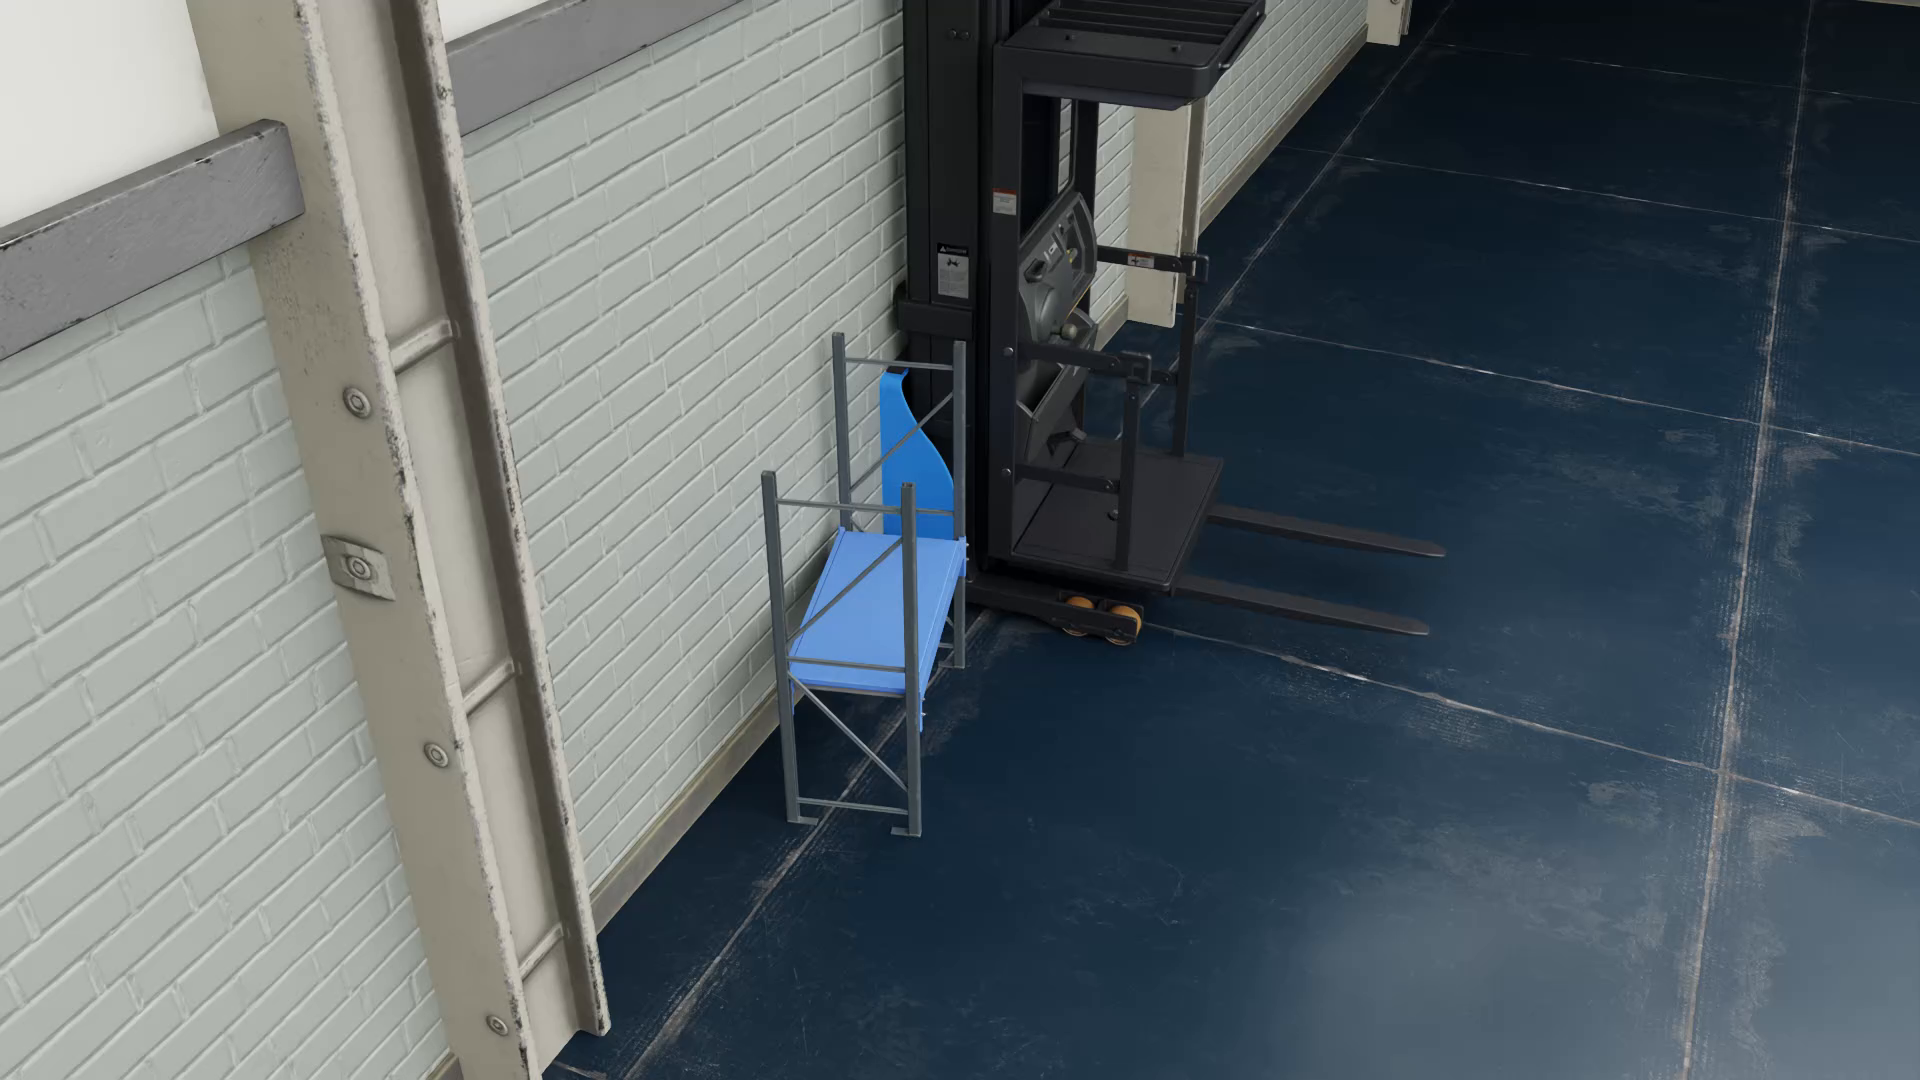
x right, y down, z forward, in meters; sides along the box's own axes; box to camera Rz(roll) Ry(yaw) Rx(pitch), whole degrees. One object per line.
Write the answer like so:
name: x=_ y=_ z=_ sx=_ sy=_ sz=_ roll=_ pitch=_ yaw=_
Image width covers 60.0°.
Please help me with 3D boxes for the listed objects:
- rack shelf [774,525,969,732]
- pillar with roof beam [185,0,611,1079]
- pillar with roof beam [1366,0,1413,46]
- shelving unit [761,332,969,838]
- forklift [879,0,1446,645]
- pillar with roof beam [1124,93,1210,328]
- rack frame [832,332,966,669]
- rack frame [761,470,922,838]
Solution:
rack shelf: x=-0.309 y=0.307 z=6.241 sx=0.538 sy=0.185 sz=1.000 roll=5 pitch=34 yaw=8
pillar with roof beam: x=2.567 y=-1.149 z=1.295 sx=9.100 sy=9.000 sz=0.400 roll=14 pitch=36 yaw=20
pillar with roof beam: x=7.587 y=-7.125 z=10.410 sx=9.100 sy=9.000 sz=0.400 roll=14 pitch=36 yaw=20
shelving unit: x=-0.309 y=0.157 z=6.143 sx=0.538 sy=1.500 sz=1.048 roll=5 pitch=34 yaw=8
forklift: x=0.591 y=-1.109 z=6.768 sx=3.031 sy=2.935 sz=1.130 roll=11 pitch=35 yaw=16
pillar with roof beam: x=5.077 y=-4.137 z=5.853 sx=9.100 sy=9.000 sz=0.400 roll=14 pitch=36 yaw=20
rack frame: x=-0.228 y=-0.118 z=6.563 sx=0.500 sy=1.500 sz=0.032 roll=5 pitch=34 yaw=8
rack frame: x=-0.390 y=0.432 z=5.723 sx=0.500 sy=1.500 sz=0.032 roll=5 pitch=34 yaw=8
